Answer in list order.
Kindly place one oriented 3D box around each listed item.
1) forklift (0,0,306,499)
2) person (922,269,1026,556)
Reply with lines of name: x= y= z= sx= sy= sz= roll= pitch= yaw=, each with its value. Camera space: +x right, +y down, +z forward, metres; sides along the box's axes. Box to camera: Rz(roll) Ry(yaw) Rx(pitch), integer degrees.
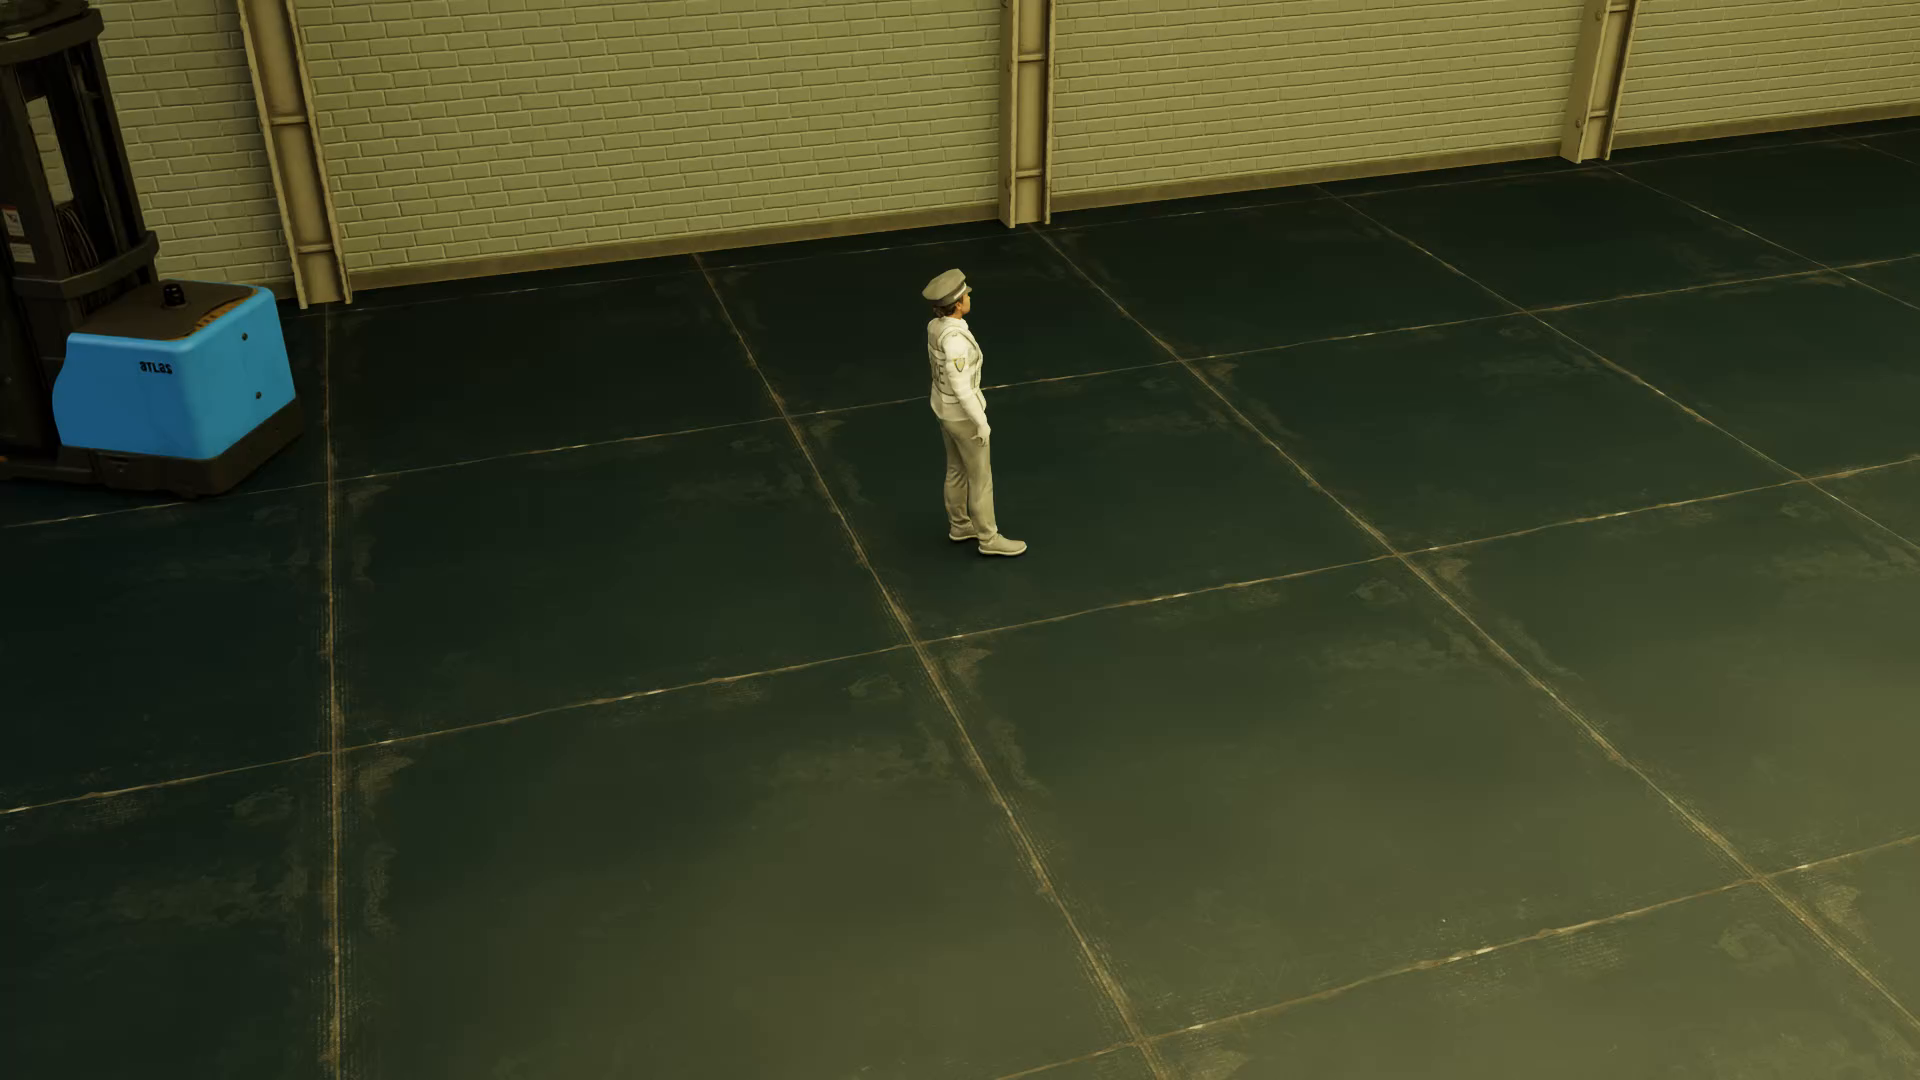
forklift: x=-5.972 y=-1.893 z=10.378 sx=3.031 sy=2.935 sz=1.130 roll=6 pitch=30 yaw=11
person: x=0.068 y=-0.748 z=9.613 sx=0.530 sy=1.694 sz=0.587 roll=-10 pitch=31 yaw=-16
